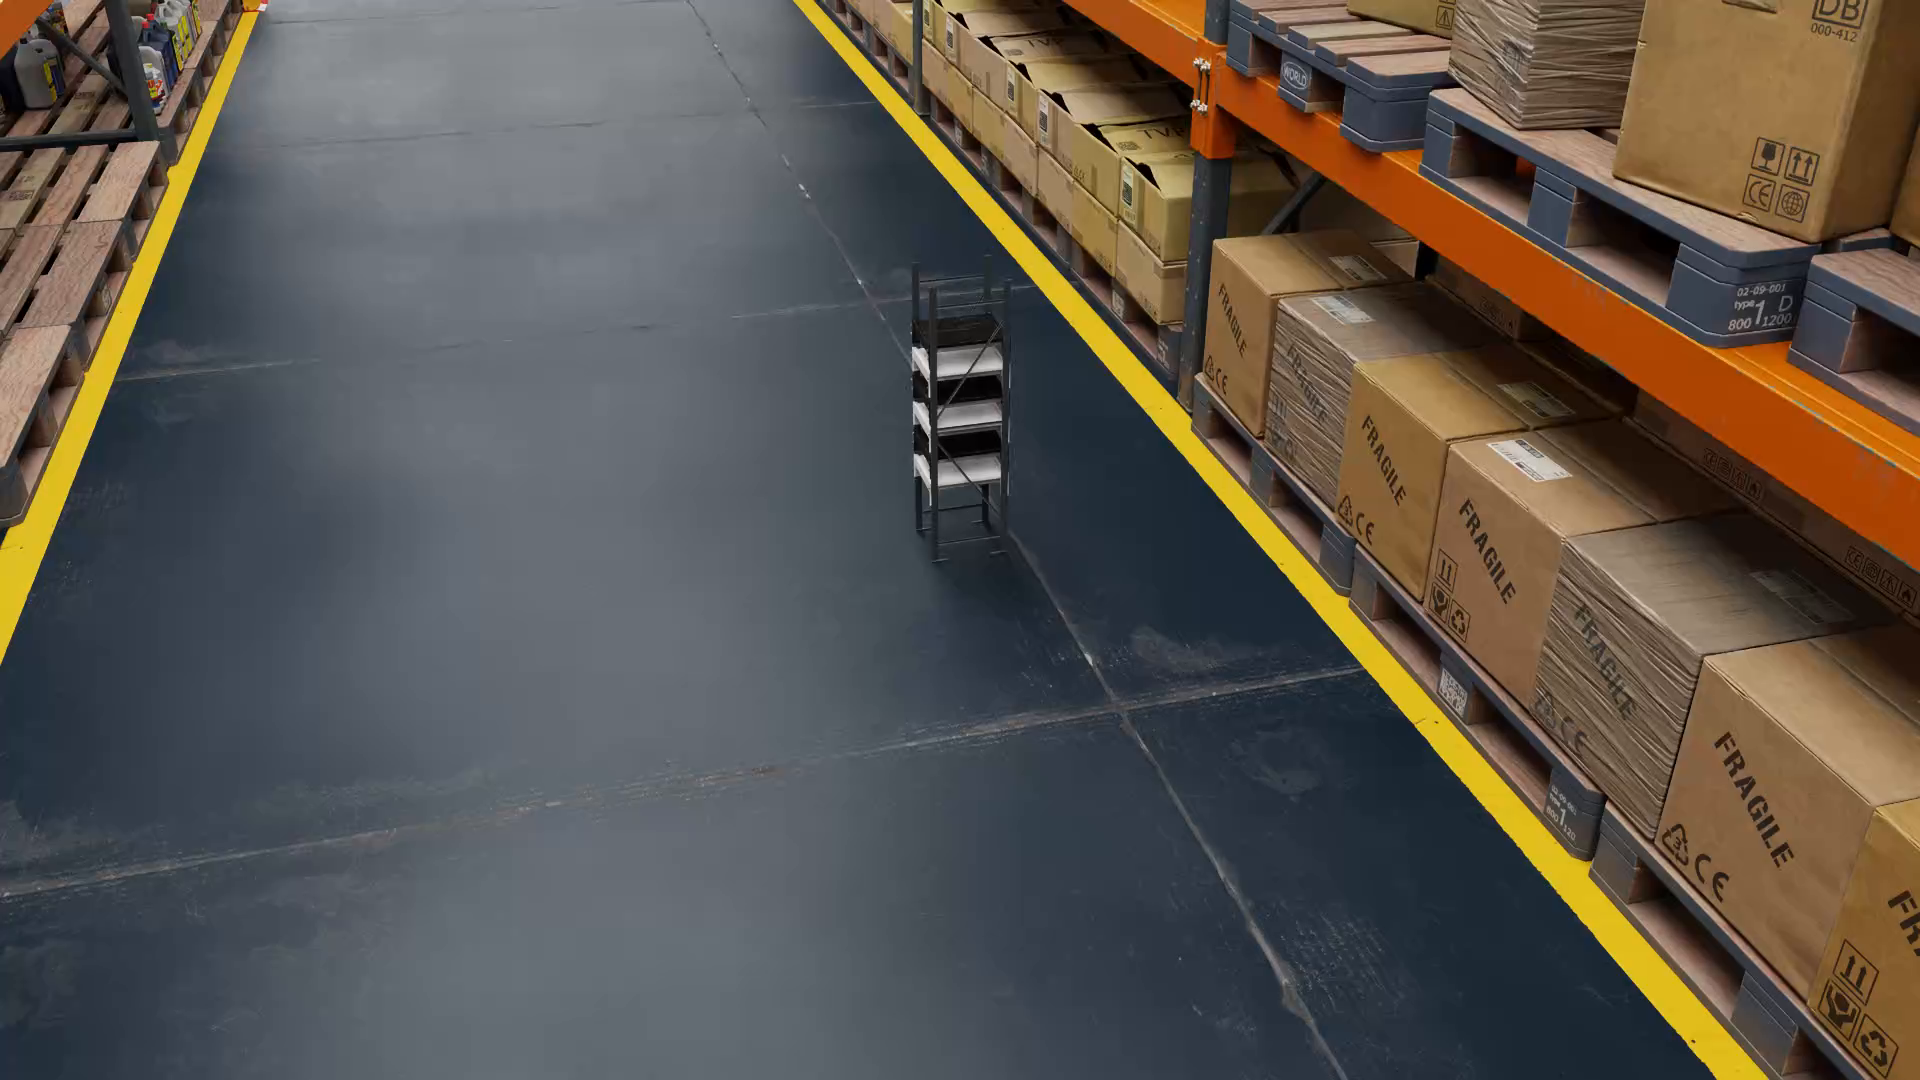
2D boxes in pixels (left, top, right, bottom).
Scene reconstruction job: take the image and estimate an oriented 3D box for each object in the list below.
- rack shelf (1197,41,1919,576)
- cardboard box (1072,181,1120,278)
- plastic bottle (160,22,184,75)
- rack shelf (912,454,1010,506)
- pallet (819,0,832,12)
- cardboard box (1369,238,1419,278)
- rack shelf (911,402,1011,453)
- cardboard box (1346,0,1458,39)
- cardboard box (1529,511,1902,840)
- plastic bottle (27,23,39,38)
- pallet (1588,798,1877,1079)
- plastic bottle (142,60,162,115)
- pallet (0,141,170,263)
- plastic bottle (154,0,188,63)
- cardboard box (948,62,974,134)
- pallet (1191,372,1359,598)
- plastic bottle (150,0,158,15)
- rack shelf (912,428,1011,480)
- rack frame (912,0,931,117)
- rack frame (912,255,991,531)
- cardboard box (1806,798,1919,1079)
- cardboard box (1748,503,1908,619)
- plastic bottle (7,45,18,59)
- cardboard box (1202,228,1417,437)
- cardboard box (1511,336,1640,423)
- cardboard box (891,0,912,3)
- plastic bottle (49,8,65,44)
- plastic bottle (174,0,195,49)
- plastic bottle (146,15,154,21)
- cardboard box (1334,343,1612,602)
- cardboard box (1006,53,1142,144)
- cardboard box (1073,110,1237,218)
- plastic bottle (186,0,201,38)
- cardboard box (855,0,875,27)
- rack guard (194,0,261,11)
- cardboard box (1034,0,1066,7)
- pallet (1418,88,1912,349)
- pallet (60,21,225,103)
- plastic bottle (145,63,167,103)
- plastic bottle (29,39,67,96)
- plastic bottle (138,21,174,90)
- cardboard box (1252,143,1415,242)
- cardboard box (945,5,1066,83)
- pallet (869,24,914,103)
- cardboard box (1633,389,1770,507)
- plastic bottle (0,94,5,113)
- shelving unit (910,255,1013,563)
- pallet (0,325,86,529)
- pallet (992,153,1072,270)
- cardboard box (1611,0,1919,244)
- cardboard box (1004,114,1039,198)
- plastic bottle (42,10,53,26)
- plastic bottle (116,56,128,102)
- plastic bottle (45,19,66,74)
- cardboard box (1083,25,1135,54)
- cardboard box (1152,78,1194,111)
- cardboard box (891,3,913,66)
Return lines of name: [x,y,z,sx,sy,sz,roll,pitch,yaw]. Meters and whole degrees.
rack shelf: [1.827,-0.567,3.953,1.077,0.370,4.000,-8,31,-13]
cardboard box: [0.782,-1.306,6.837,0.500,0.250,0.500,-8,31,-14]
plastic bottle: [-4.410,-2.755,9.288,0.061,0.283,0.133,-6,31,-11]
rack shelf: [0.002,-0.201,5.125,0.258,0.077,0.200,-8,31,-13]
pallet: [-0.583,-4.137,12.187,1.003,0.211,1.213,-8,31,-13]
cardboard box: [1.441,-1.128,6.529,0.500,0.250,0.500,-8,31,-13]
rack shelf: [0.002,-0.357,5.034,0.258,0.077,0.200,-8,31,-13]
cardboard box: [1.572,-1.780,4.811,0.700,0.500,0.500,-19,35,-30]
cardboard box: [1.695,0.297,3.798,0.500,0.500,0.500,-7,31,-13]
plastic bottle: [-5.167,-2.731,9.254,0.152,0.276,0.135,-7,31,-12]
pallet: [2.106,0.907,3.472,1.003,0.211,1.213,-8,31,-13]
plastic bottle: [-4.204,-2.341,8.584,0.097,0.271,0.097,0,30,0]
pallet: [-4.296,-1.538,7.696,1.003,0.211,1.213,-8,31,-13]
plastic bottle: [-4.519,-2.904,9.479,0.144,0.351,0.185,-8,31,-14]
cardboard box: [0.238,-2.293,8.542,0.500,0.250,0.500,-7,31,-12]
pallet: [1.458,-0.271,5.508,1.003,0.211,1.213,-8,31,-13]
plastic bottle: [-4.755,-3.097,9.879,0.061,0.283,0.133,-8,31,-13]
rack shelf: [0.002,-0.279,5.080,0.258,0.077,0.200,-8,31,-13]
rack frame: [0.235,-3.776,8.779,1.000,3.000,0.127,-8,31,-13]
rack frame: [-0.025,-0.435,5.103,0.240,0.900,0.006,-8,31,-13]
cardboard box: [1.951,0.779,2.965,0.500,0.500,0.500,-8,31,-14]
cardboard box: [2.187,0.215,3.940,0.500,0.500,0.500,-7,31,-13]
plastic bottle: [-5.041,-2.528,8.829,0.144,0.351,0.185,-9,31,-16]
cardboard box: [1.142,-0.695,5.512,0.500,0.500,0.500,-7,31,-11]
cardboard box: [1.908,-0.282,4.799,0.500,0.500,0.500,-9,31,-15]
cardboard box: [-0.220,-3.530,9.931,0.500,0.500,0.500,-8,31,-13]
plastic bottle: [-5.395,-3.063,9.902,0.097,0.201,0.097,0,30,0]
plastic bottle: [-4.616,-3.041,9.790,0.152,0.276,0.135,-9,31,-15]
plastic bottle: [-4.731,-2.984,9.764,0.097,0.201,0.097,0,30,0]
cardboard box: [1.415,-0.200,4.657,0.500,0.500,0.500,-8,31,-14]
cardboard box: [0.514,-2.035,7.538,0.500,0.311,0.500,-7,31,-12]
cardboard box: [0.776,-1.549,6.697,0.500,0.311,0.500,-8,31,-14]
plastic bottle: [-4.645,-3.183,10.027,0.061,0.283,0.133,-7,31,-12]
cardboard box: [-0.369,-3.445,10.533,0.500,0.250,0.500,-8,31,-13]
rack guard: [-5.538,-3.939,11.556,1.175,0.500,0.348,-8,31,-13]
cardboard box: [0.619,-2.853,8.950,0.500,0.311,0.500,-8,31,-13]
pallet: [1.817,-0.822,3.868,1.003,0.211,1.213,-8,31,-13]
pallet: [-5.007,-2.832,9.933,1.003,0.211,1.213,-8,31,-13]
plastic bottle: [-4.258,-2.409,8.771,0.097,0.201,0.097,0,30,0]
plastic bottle: [-4.905,-2.528,8.903,0.152,0.276,0.135,-8,31,-13]
plastic bottle: [-4.356,-2.608,8.967,0.144,0.351,0.185,-7,31,-12]
cardboard box: [1.441,-1.370,6.389,0.500,0.311,0.500,-7,31,-12]
cardboard box: [0.232,-2.535,8.401,0.500,0.311,0.500,-8,31,-14]
pallet: [0.064,-2.959,10.151,1.003,0.211,1.213,-8,31,-13]
cardboard box: [2.066,-0.336,4.144,0.500,0.250,0.500,-8,31,-14]
plastic bottle: [-4.987,-2.322,8.540,0.061,0.283,0.133,-6,31,-11]
shelving unit: [0.002,-0.386,5.018,0.258,0.900,0.210,-8,31,-13]
pallet: [-3.648,-0.360,5.660,1.003,0.211,1.213,-8,31,-13]
pallet: [0.796,-1.628,7.852,1.003,0.211,1.213,-8,31,-13]
cardboard box: [1.830,-0.982,3.433,0.700,0.500,0.500,-16,34,-26]
cardboard box: [0.512,-1.797,7.686,0.500,0.250,0.500,-7,31,-12]
plastic bottle: [-5.332,-2.978,9.685,0.097,0.271,0.097,0,30,0]
plastic bottle: [-4.418,-2.484,8.820,0.061,0.283,0.133,-8,31,-13]
plastic bottle: [-5.064,-2.749,9.277,0.061,0.283,0.133,-8,31,-13]
cardboard box: [0.893,-2.361,8.100,0.500,0.311,0.500,-8,31,-13]
cardboard box: [1.160,-1.870,7.251,0.500,0.311,0.500,-9,31,-15]
cardboard box: [-0.099,-2.962,9.699,0.500,0.250,0.500,-8,31,-13]
